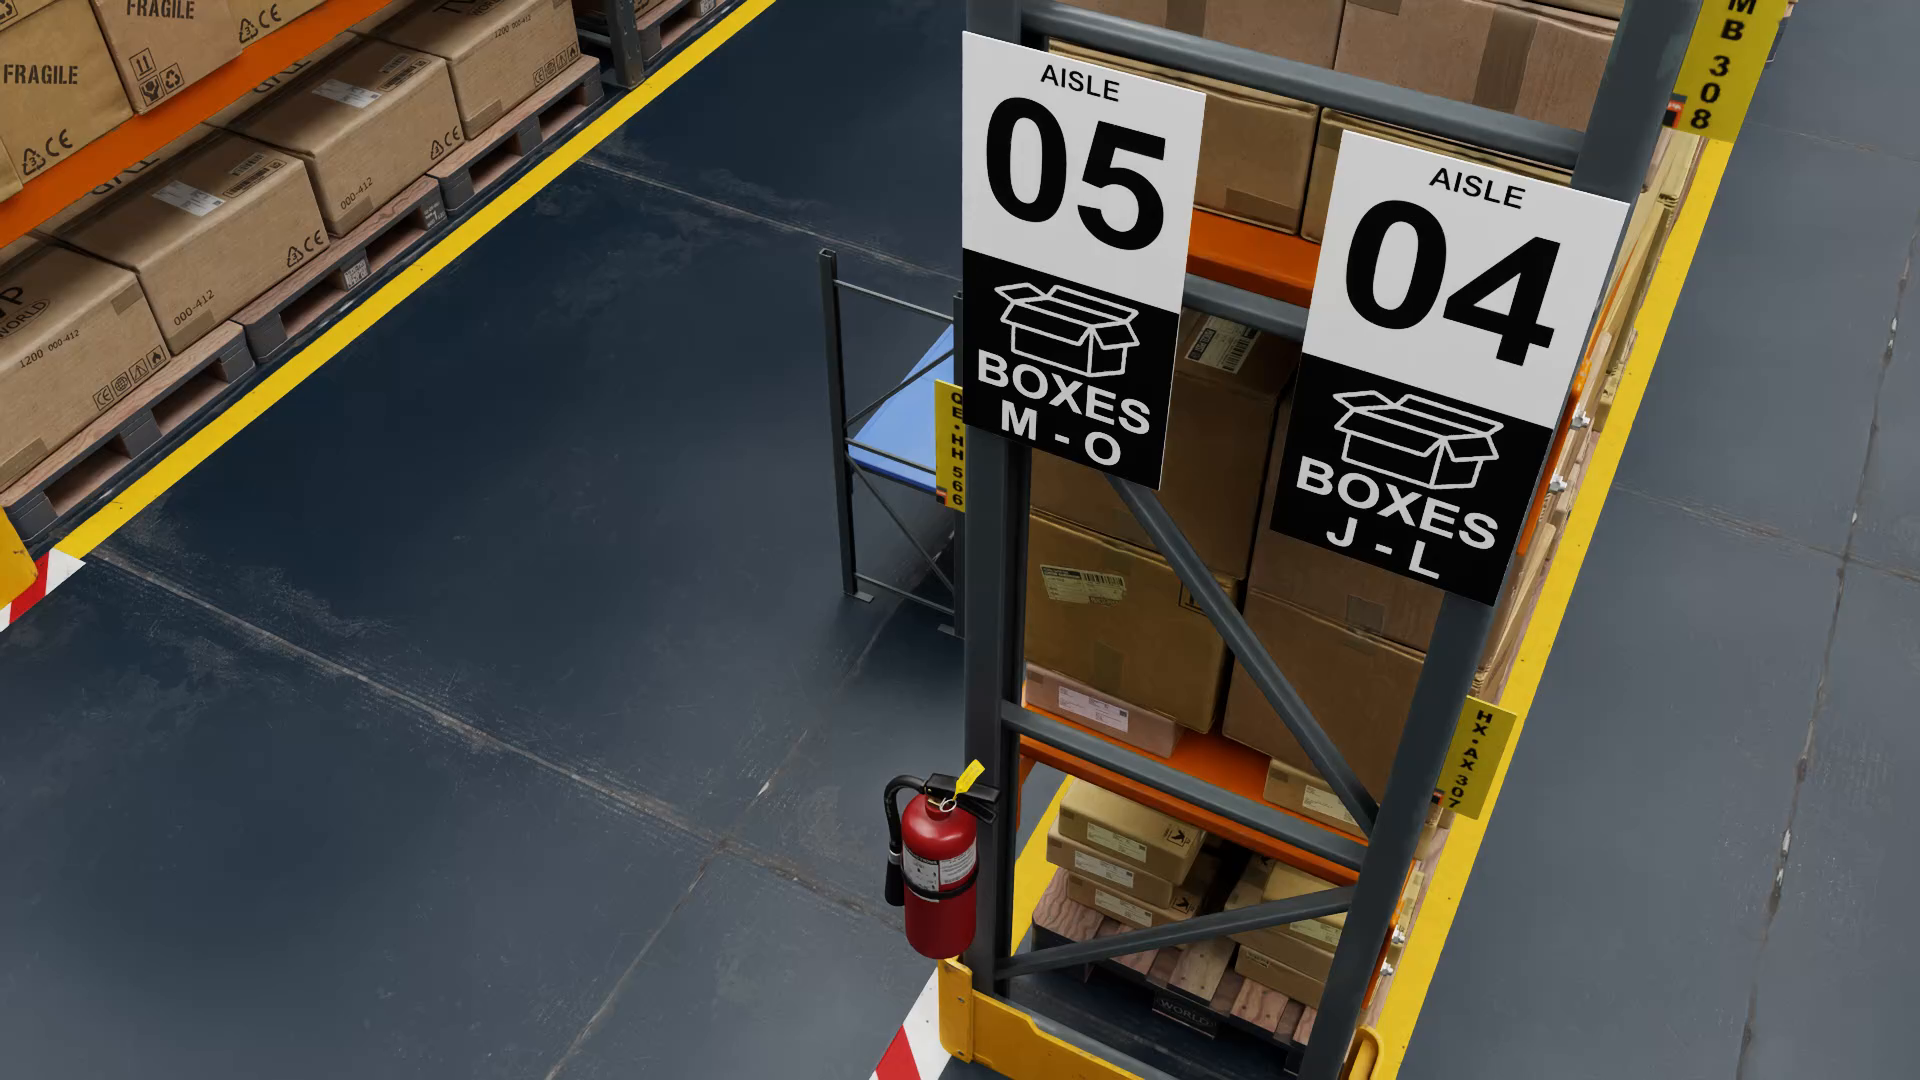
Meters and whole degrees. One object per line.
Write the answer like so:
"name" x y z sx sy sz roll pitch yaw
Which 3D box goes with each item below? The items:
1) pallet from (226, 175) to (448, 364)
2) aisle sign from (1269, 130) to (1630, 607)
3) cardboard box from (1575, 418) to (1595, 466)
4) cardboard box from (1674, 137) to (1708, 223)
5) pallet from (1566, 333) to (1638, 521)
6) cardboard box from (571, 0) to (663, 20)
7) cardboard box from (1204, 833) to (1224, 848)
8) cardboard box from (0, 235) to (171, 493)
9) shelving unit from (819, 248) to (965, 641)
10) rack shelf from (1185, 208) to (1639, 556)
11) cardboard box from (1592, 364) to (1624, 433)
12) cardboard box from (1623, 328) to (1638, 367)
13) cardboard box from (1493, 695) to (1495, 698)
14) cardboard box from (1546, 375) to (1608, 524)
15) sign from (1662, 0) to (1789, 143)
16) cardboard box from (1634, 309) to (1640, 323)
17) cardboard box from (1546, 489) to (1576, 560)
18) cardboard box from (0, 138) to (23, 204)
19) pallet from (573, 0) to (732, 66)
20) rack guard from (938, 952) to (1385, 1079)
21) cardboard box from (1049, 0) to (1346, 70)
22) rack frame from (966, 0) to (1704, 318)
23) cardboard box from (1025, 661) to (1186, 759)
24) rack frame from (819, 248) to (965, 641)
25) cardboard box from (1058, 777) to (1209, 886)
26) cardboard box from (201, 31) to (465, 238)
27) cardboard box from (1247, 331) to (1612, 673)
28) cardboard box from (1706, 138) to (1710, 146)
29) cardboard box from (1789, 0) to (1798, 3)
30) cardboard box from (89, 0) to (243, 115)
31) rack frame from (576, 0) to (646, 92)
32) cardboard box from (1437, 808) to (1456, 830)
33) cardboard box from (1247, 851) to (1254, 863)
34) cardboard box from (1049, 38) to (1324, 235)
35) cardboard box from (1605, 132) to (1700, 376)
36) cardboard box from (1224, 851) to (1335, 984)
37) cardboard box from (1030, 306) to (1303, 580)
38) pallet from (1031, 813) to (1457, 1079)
"pallet" -3.083 -1.348 7.434 1.003 0.211 1.213 20 49 19
"aisle sign" 0.711 -0.231 2.542 0.394 0.787 0.004 20 49 19
"cardboard box" 1.975 -0.355 5.783 0.380 0.149 0.250 18 48 17
"cardboard box" 2.119 -1.397 5.243 0.500 0.500 0.500 19 48 18
"pallet" 2.055 -0.568 6.662 1.003 0.211 1.213 20 49 19
"cardboard box" -1.878 -3.371 8.671 0.875 0.875 0.875 22 49 20
"cardboard box" 0.640 0.714 4.936 0.380 0.149 0.250 19 48 18
"cardboard box" -3.734 -0.729 6.368 0.875 0.438 0.875 19 48 18
"shelving unit" 0.040 -0.581 5.770 0.538 1.500 1.048 20 49 19
"rack shelf" 1.407 -1.524 4.044 1.077 0.370 4.000 20 49 19
"cardboard box" 2.248 -0.580 6.214 0.380 0.149 0.250 19 48 18
"cardboard box" 2.456 -0.768 6.610 0.380 0.149 0.250 21 49 20
"cardboard box" 1.173 0.204 4.116 0.380 0.149 0.250 19 48 18
"cardboard box" 1.397 -0.444 4.300 0.500 0.500 0.500 21 49 20
"sign" 0.960 -0.645 2.055 0.100 0.325 0.005 20 49 19
"cardboard box" 2.471 -0.929 6.559 0.380 0.149 0.250 21 49 20
"cardboard box" 1.975 -0.116 5.965 0.380 0.149 0.250 20 49 19
"cardboard box" -3.475 -1.276 5.332 0.500 0.500 0.500 20 49 19
"pallet" -1.804 -3.084 9.150 1.003 0.211 1.213 20 49 19
"rack guard" 0.514 1.368 4.546 1.175 0.500 0.348 20 49 19
"cardboard box" 0.467 -1.014 2.788 0.500 0.250 0.500 19 48 18
"rack frame" 0.479 -1.571 1.476 1.000 3.000 0.127 20 49 19
"cardboard box" 0.380 0.327 3.994 0.380 0.149 0.250 21 49 19
"rack frame" -0.196 -0.261 5.453 0.500 1.500 0.032 20 49 19
"cardboard box" 0.500 0.766 4.675 0.380 0.149 0.250 21 49 19
"cardboard box" -2.897 -1.876 7.501 0.875 0.438 0.875 19 48 18
"cardboard box" 0.923 -0.149 3.306 0.500 0.500 0.500 20 49 19
"cardboard box" 3.158 -1.963 7.544 0.500 0.500 0.500 23 50 21
"cardboard box" 2.926 -2.138 6.136 0.380 0.149 0.250 18 48 17
"cardboard box" -3.013 -1.918 5.967 0.500 0.500 0.500 20 49 19
"rack frame" -2.095 -3.553 7.653 1.000 3.000 0.127 20 49 19
"cardboard box" 1.275 0.635 4.804 0.380 0.149 0.250 20 49 19
"cardboard box" 1.055 0.976 4.886 0.380 0.149 0.250 20 49 19
"cardboard box" 0.456 -0.838 2.966 0.500 0.250 0.500 19 48 18
"cardboard box" 1.412 -0.789 3.939 0.500 0.500 0.500 19 48 18
"cardboard box" 0.950 1.042 4.611 0.380 0.149 0.250 22 49 21
"cardboard box" 0.471 -0.324 3.479 0.500 0.500 0.500 20 49 18
"pallet" 0.923 0.970 5.143 1.003 0.211 1.213 20 49 19
